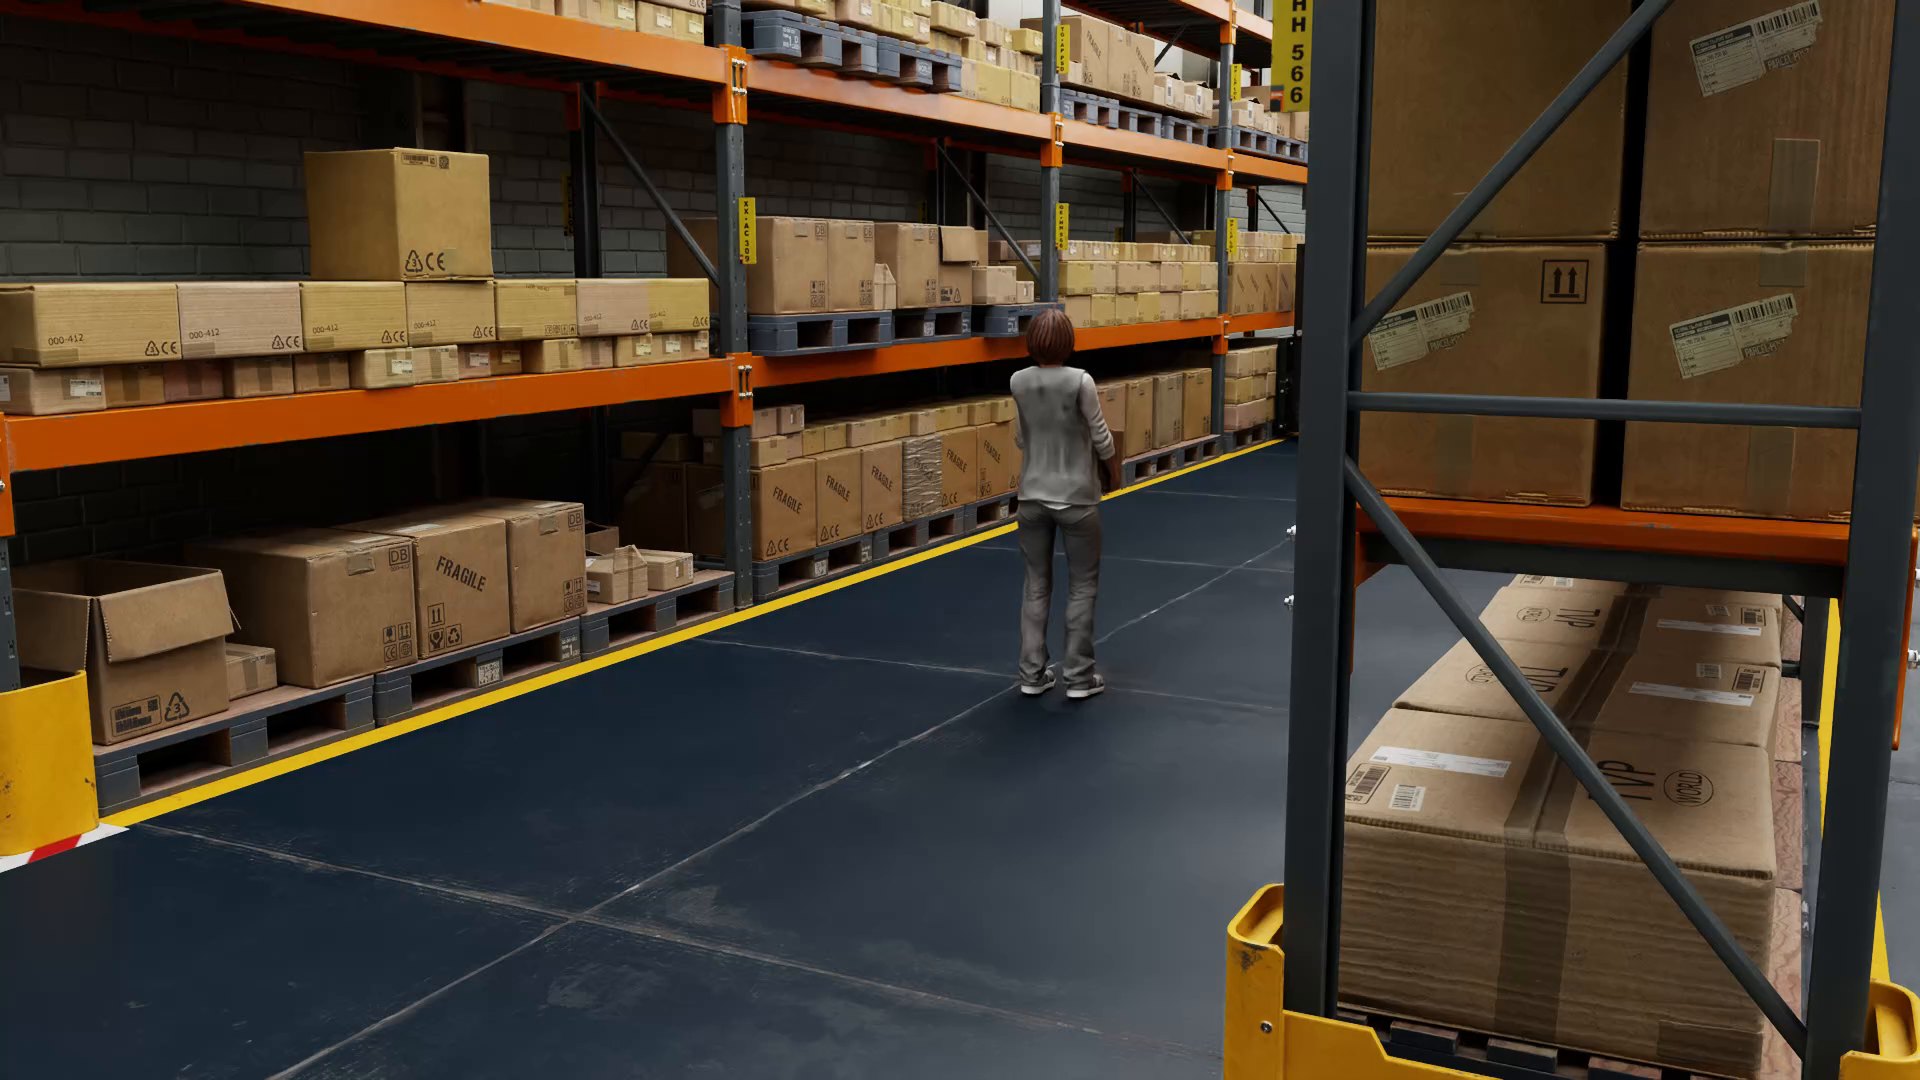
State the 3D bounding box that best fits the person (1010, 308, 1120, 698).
[{"bbox_3d":[0.435,-0.144,6.853,0.412,1.570,0.488,5,10,26],"label":"person"}]
